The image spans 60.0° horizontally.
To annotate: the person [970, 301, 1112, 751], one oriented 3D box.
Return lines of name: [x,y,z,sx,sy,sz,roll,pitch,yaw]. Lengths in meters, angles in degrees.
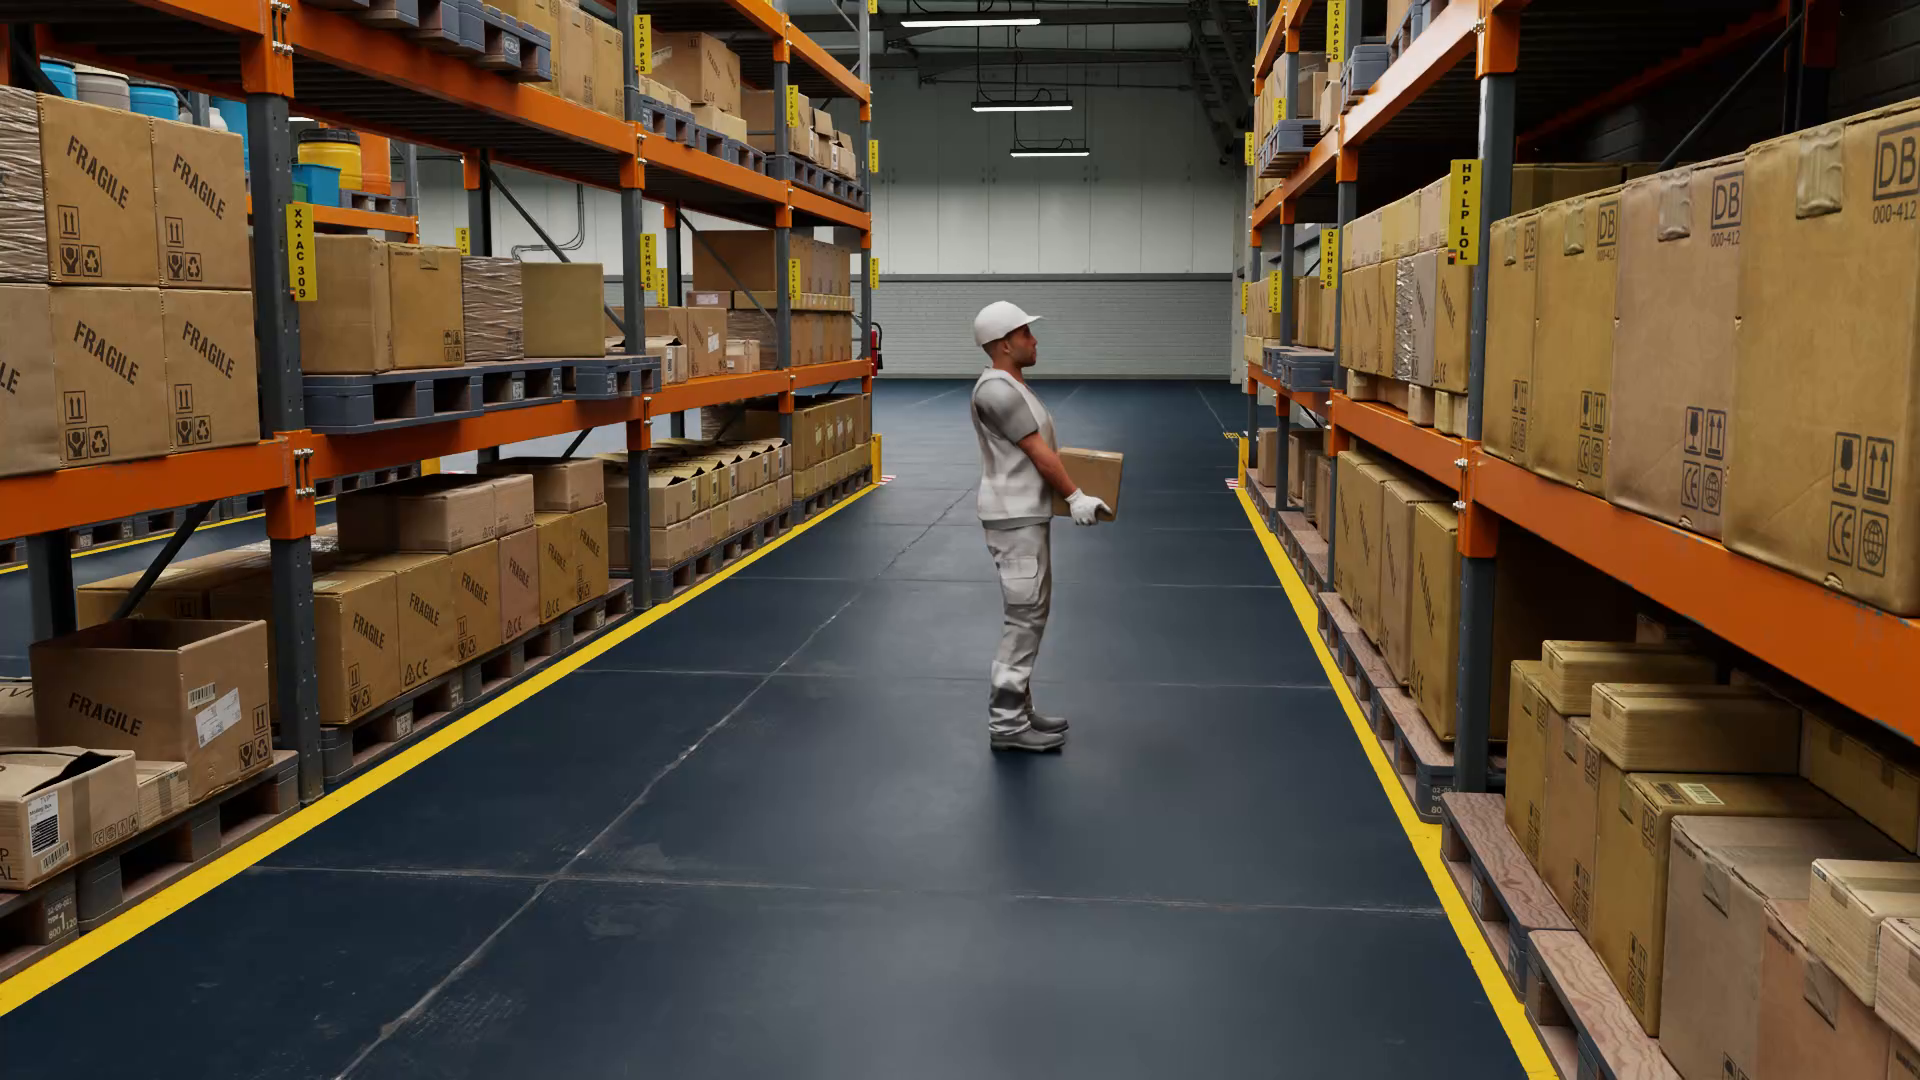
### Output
person: [0.332,-0.060,6.686,0.564,1.781,0.494,1,8,6]
